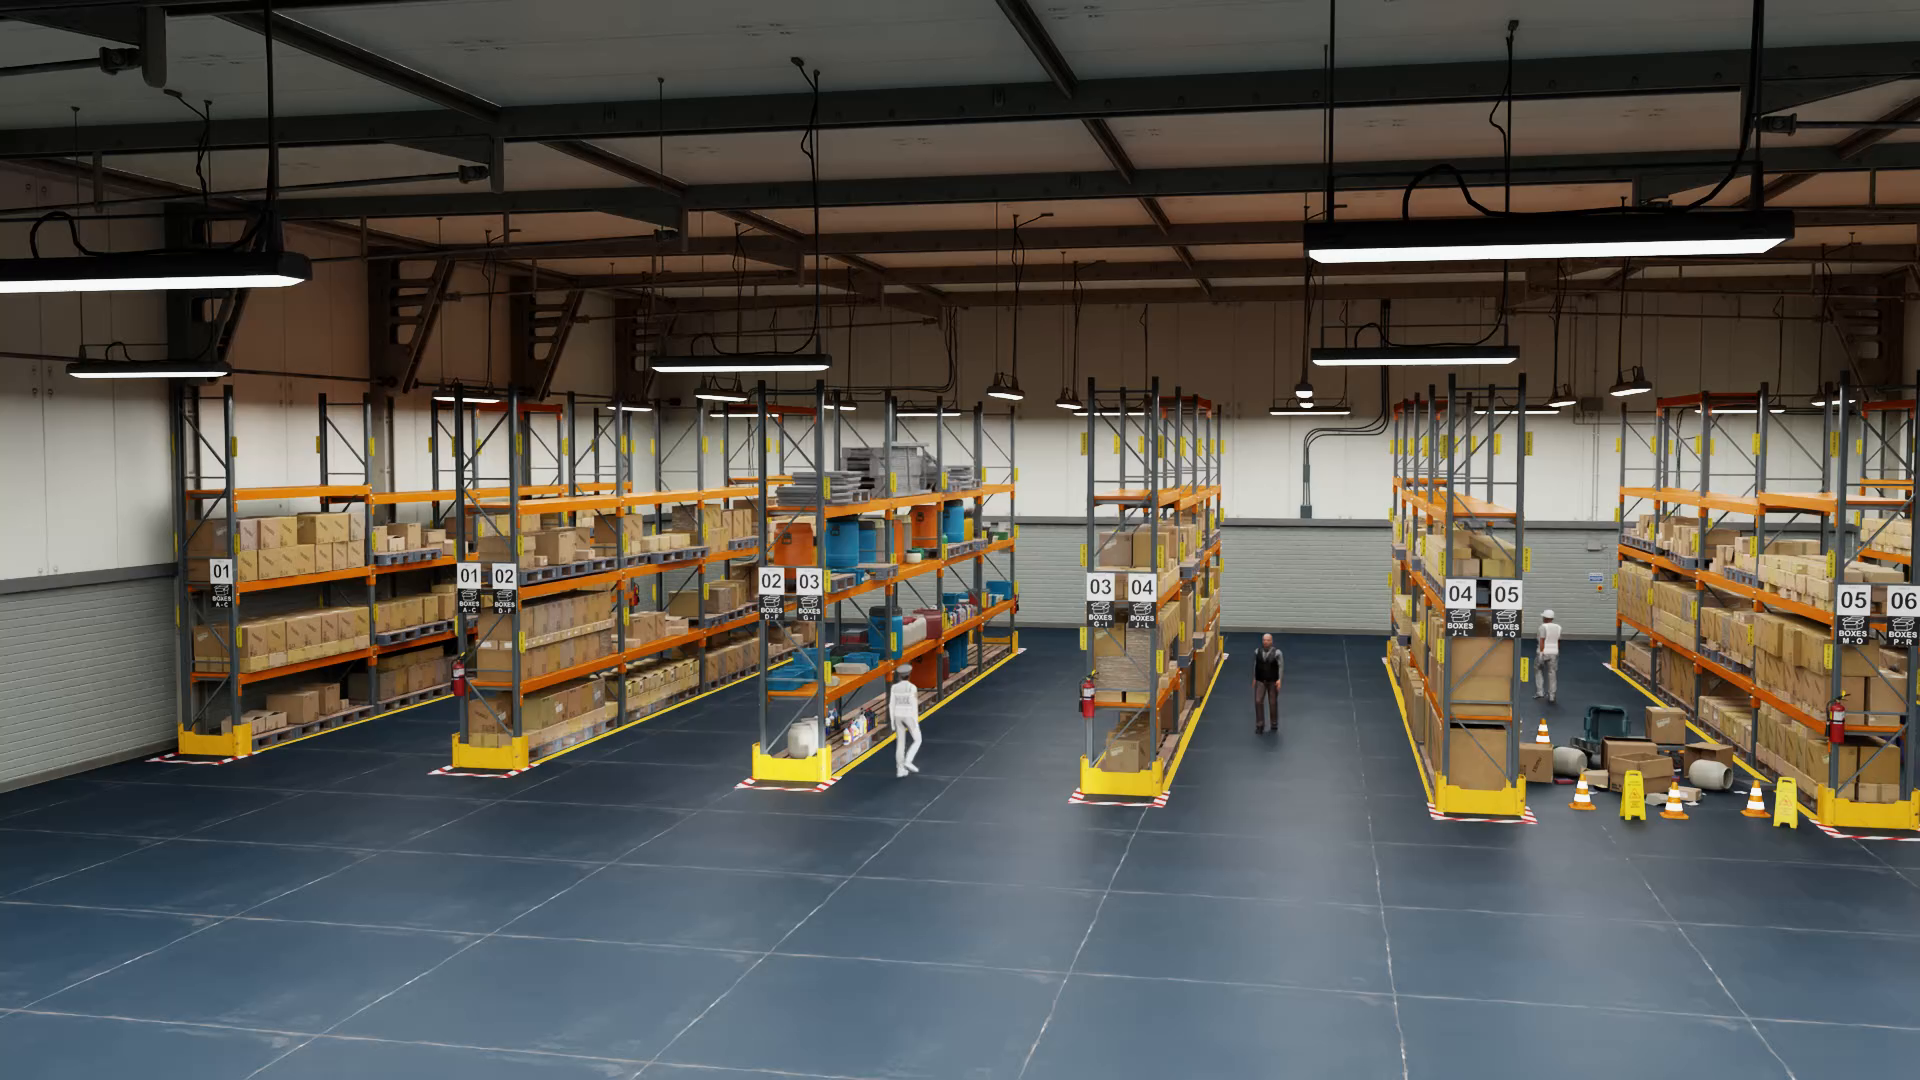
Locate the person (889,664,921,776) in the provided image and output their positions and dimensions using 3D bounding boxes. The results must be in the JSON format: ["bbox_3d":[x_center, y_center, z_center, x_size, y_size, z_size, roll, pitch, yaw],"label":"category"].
[{"bbox_3d":[-0.847,2.739,25.310,0.515,1.673,0.434,1,4,25],"label":"person"}]

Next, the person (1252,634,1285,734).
[{"bbox_3d":[5.402,2.517,29.225,0.591,1.748,0.632,2,4,28],"label":"person"}]

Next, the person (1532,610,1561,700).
[{"bbox_3d":[11.652,2.291,32.875,0.528,1.817,0.557,0,3,1],"label":"person"}]

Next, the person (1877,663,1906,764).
[{"bbox_3d":[14.923,2.754,26.556,0.543,1.540,0.708,1,3,14],"label":"person"}]
